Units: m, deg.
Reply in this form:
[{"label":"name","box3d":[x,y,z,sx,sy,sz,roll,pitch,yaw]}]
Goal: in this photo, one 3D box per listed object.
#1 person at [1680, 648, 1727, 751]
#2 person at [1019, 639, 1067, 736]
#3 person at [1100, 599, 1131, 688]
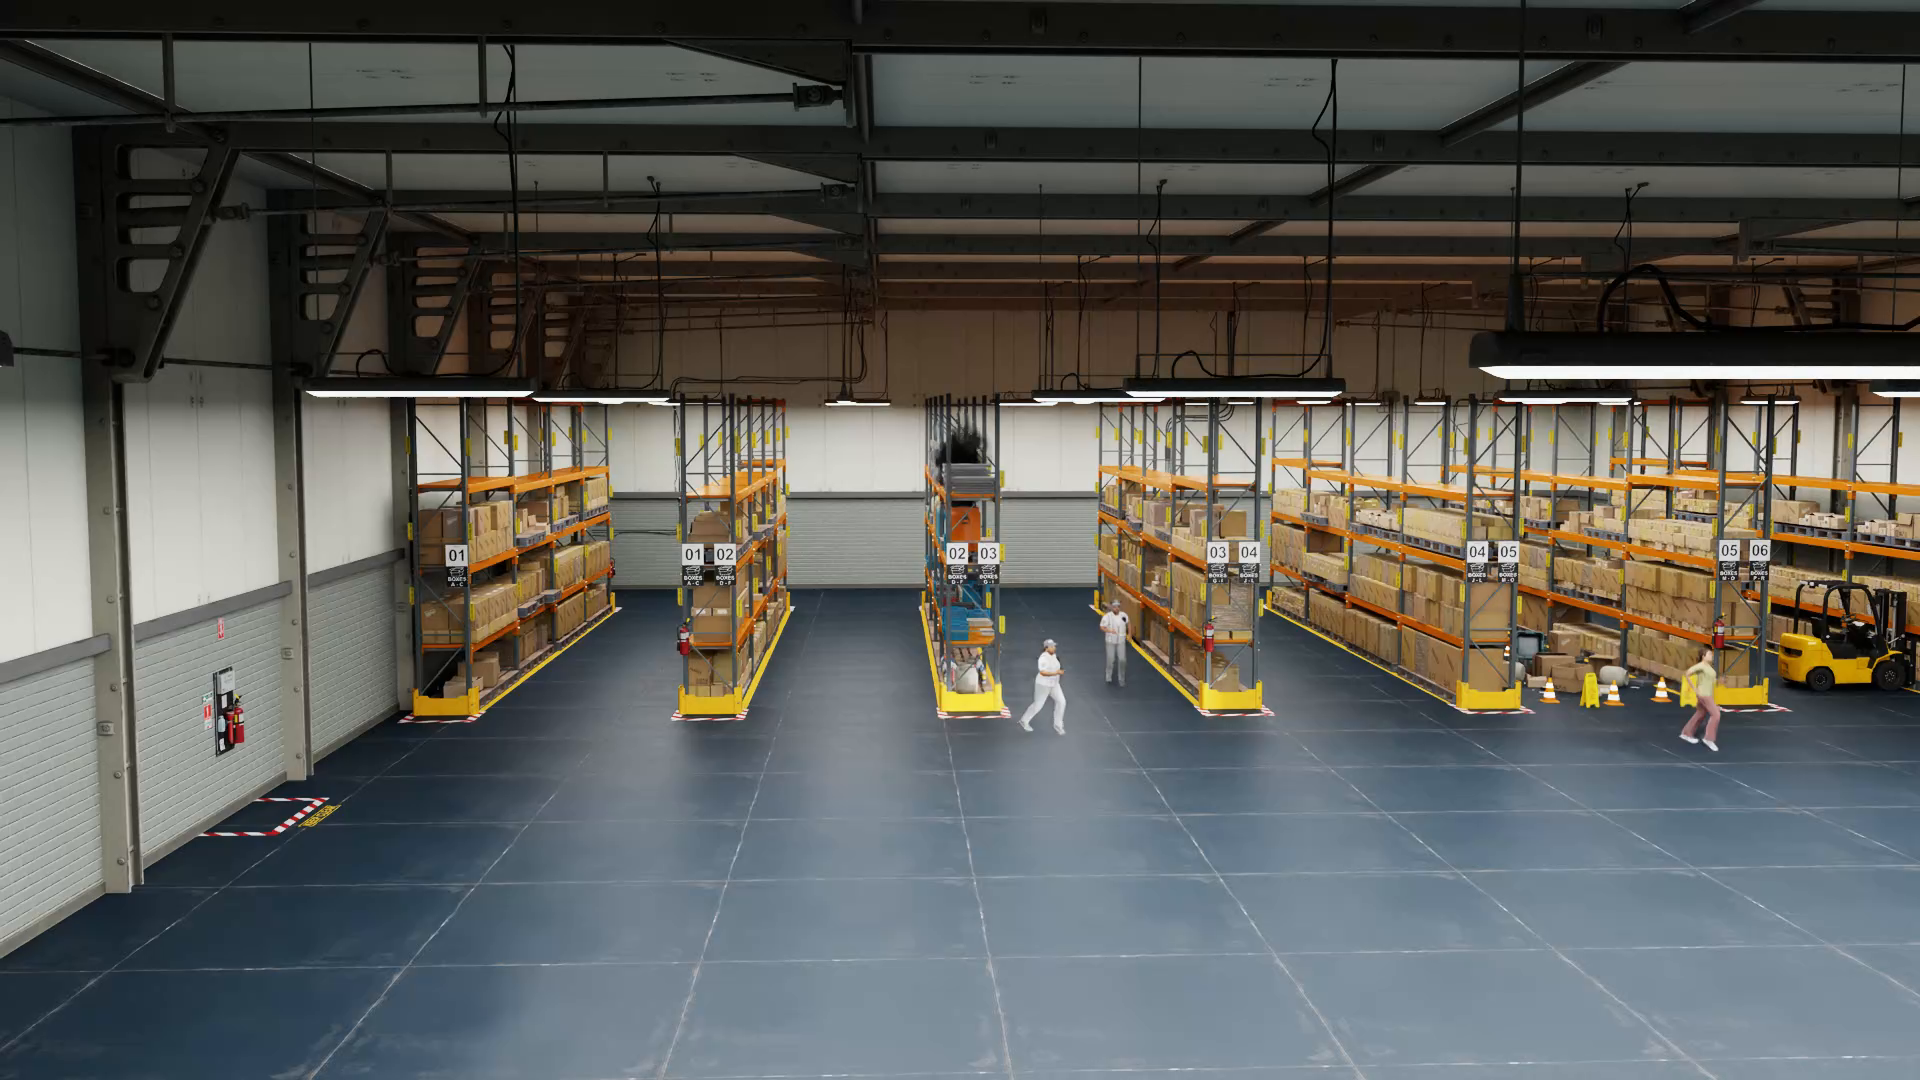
[{"label":"person","box3d":[12.546,2.672,28.071,0.734,1.726,0.547,4,6,38]},{"label":"person","box3d":[1.502,2.590,29.275,0.875,1.716,0.611,3,6,36]},{"label":"person","box3d":[3.223,2.147,34.375,0.683,1.867,0.783,0,5,-6]}]
